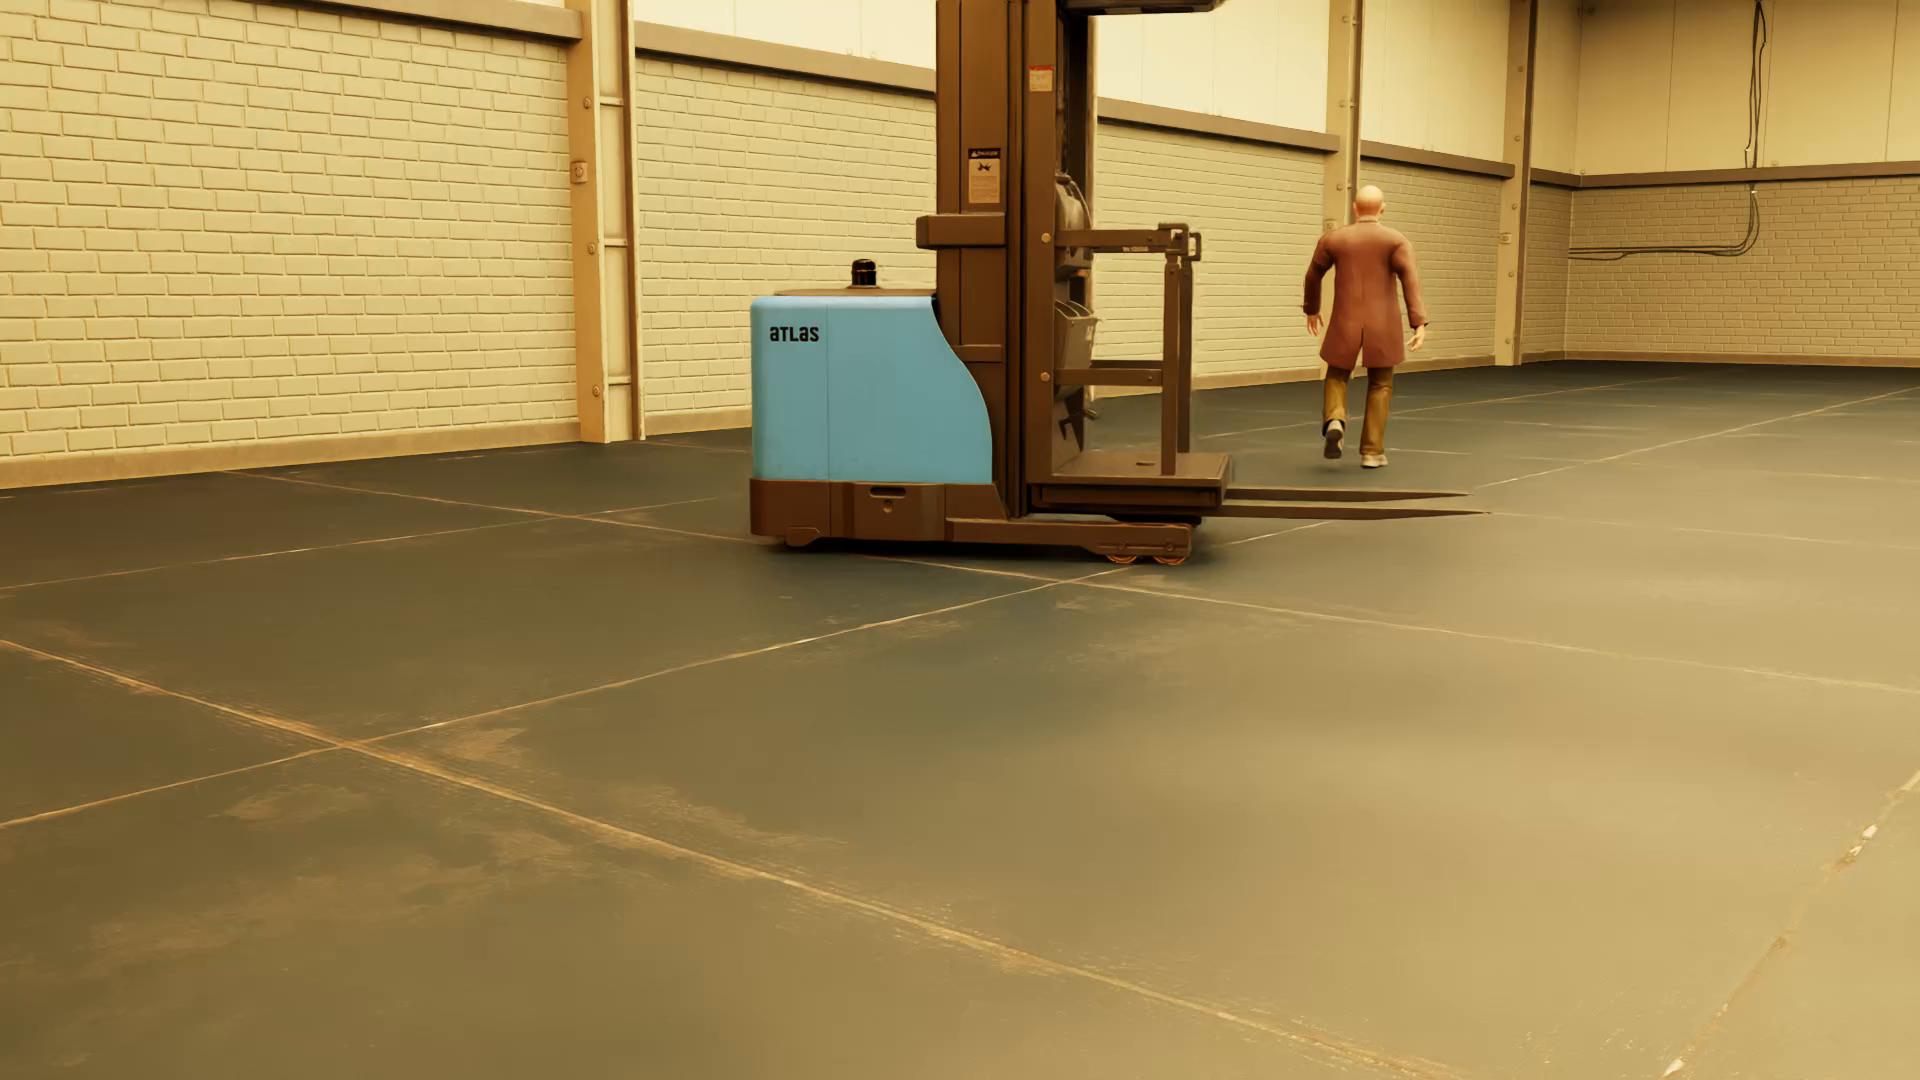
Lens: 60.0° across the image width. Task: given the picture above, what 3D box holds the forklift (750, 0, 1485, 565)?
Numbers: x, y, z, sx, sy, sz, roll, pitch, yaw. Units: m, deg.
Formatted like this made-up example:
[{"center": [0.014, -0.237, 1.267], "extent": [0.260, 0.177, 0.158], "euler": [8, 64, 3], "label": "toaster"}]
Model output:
[{"center": [0.673, -1.431, 7.063], "extent": [3.031, 2.935, 1.130], "euler": [2, 8, 11], "label": "forklift"}]

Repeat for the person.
[{"center": [2.530, -1.333, 10.454], "extent": [0.826, 1.760, 0.598], "euler": [3, 9, 22], "label": "person"}]
